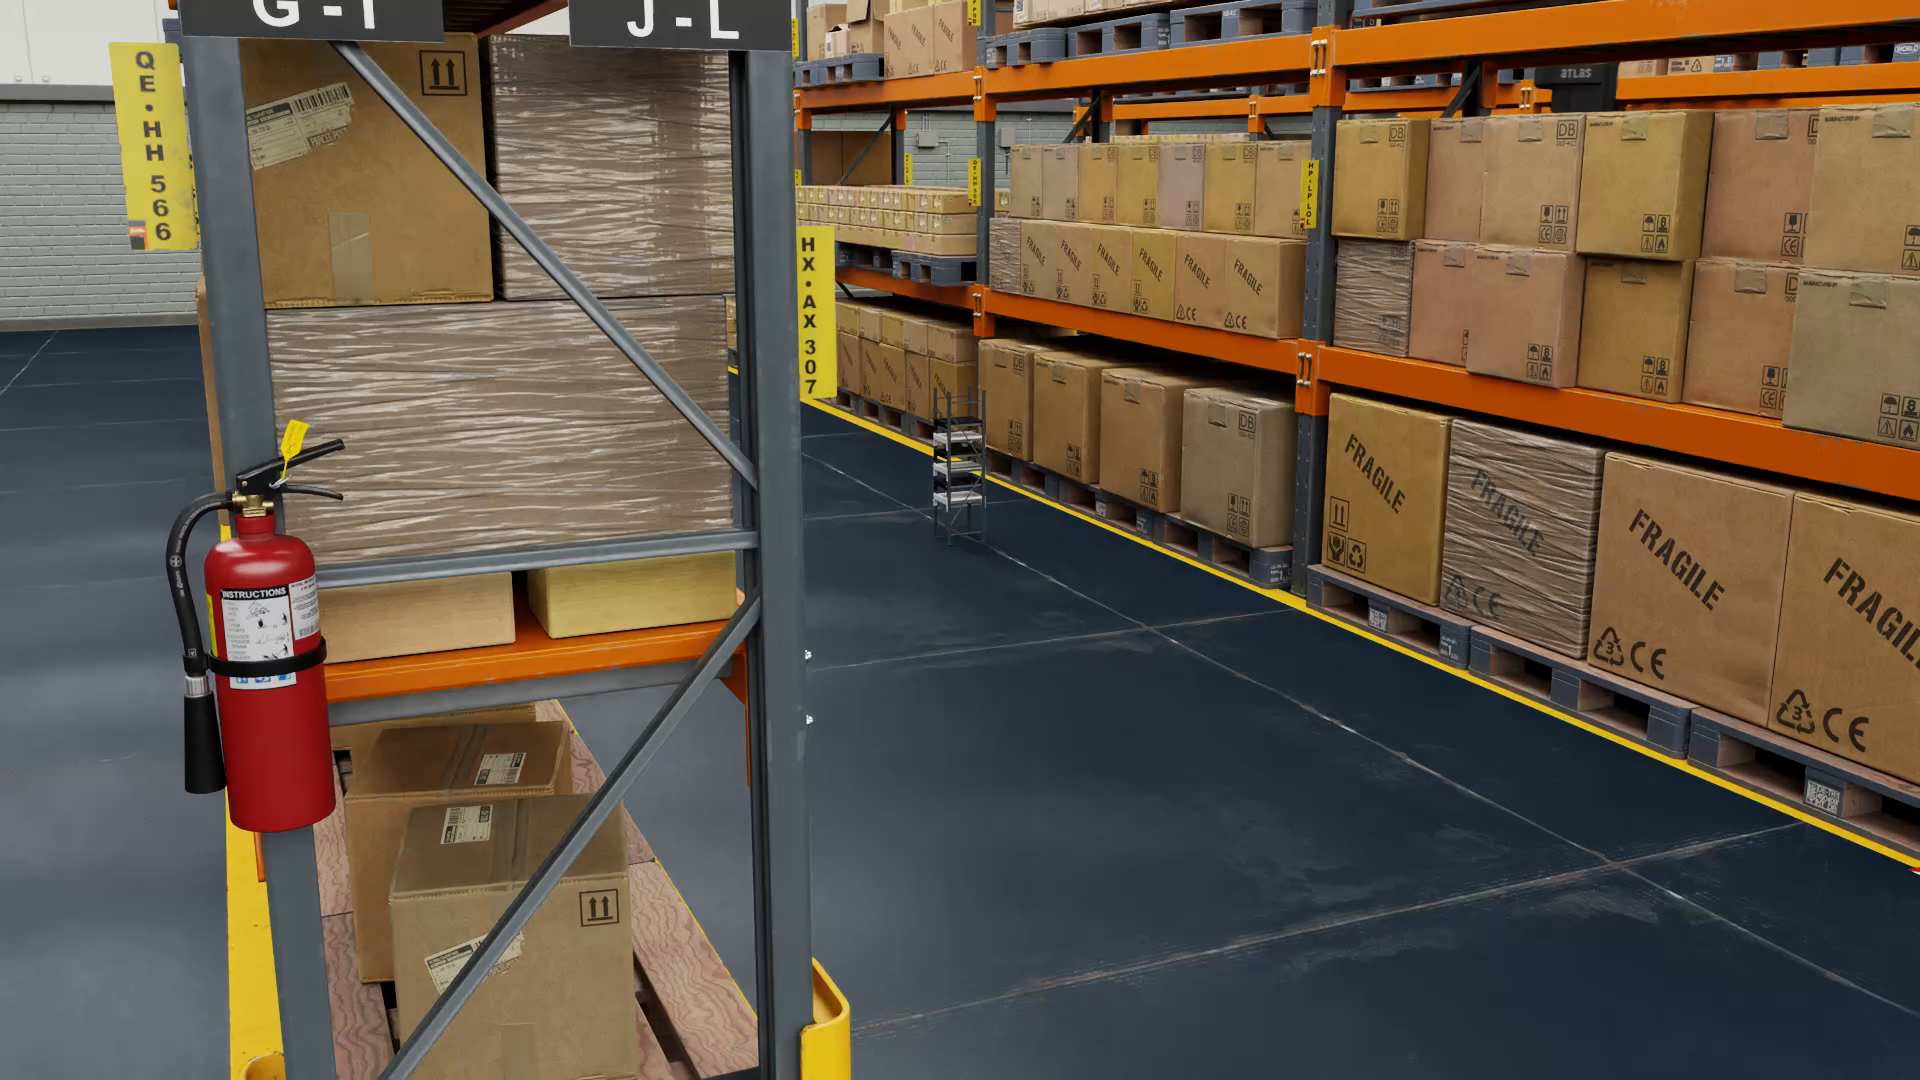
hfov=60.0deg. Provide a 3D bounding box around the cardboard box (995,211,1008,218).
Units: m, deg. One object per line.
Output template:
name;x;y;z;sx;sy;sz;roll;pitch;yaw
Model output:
cardboard box;0.479;-2.441;12.731;0.380;0.149;0.250;-5;14;-20

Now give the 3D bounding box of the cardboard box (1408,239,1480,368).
cardboard box;2.601;-1.100;7.638;0.875;0.550;0.550;-6;14;-23

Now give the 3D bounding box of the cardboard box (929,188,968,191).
cardboard box;-0.033;-2.848;13.831;0.380;0.149;0.250;-6;14;-24

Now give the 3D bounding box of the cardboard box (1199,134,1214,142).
cardboard box;2.862;-4.389;18.302;0.380;0.149;0.250;-6;14;-23

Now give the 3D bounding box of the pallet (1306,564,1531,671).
pallet;2.434;0.309;8.067;1.003;0.211;1.213;-6;14;-23

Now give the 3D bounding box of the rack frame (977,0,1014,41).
rack frame;0.599;-4.963;11.356;1.000;3.000;0.127;-6;14;-23

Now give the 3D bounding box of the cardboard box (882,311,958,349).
cardboard box;-0.317;-1.720;13.597;0.500;0.250;0.500;-5;14;-22

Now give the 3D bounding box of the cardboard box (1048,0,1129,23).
cardboard box;0.888;-3.409;10.473;0.500;0.250;0.500;-5;14;-21

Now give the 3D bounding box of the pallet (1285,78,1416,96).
pallet;3.904;-4.518;16.509;0.805;0.209;1.217;-6;14;-25

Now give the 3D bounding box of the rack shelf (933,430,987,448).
rack shelf;-0.003;-0.583;9.743;0.258;0.077;0.200;-6;14;-23

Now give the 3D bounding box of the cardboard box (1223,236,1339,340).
cardboard box;1.747;-1.346;8.812;0.500;0.500;0.500;-6;14;-23

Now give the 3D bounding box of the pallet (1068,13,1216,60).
pallet;1.356;-3.050;10.164;1.003;0.211;1.213;-5;14;-20

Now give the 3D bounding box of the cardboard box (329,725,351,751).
cardboard box;-2.024;0.431;5.970;0.500;0.500;0.500;-1;13;-5

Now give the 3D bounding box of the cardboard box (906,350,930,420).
cardboard box;-0.109;-1.247;13.217;0.500;0.500;0.500;-5;14;-21

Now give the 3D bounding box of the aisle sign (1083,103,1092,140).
aisle sign;1.595;-5.416;20.854;0.394;0.787;0.004;-6;14;-23

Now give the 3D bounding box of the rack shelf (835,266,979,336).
rack shelf;-0.202;-2.103;13.899;1.077;0.370;4.000;-6;14;-23

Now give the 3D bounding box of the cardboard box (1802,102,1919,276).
cardboard box;3.385;-1.172;5.554;0.875;0.550;0.550;-6;14;-23

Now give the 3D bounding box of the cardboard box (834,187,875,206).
cardboard box;-0.849;-2.901;14.057;0.380;0.149;0.250;-6;14;-23

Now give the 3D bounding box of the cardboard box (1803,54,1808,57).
cardboard box;8.712;-4.997;16.945;0.380;0.149;0.250;-6;14;-23

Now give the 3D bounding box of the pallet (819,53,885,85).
pallet;-0.436;-3.885;13.769;1.213;0.211;1.003;-6;14;-23

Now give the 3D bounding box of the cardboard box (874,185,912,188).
cardboard box;-0.555;-3.118;14.995;0.380;0.149;0.250;-6;14;-25

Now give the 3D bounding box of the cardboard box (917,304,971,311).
cardboard box;-0.055;-1.872;14.256;0.500;0.250;0.500;-6;14;-25

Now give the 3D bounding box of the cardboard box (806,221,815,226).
cardboard box;-1.151;-2.769;14.808;0.380;0.149;0.250;-5;14;-22

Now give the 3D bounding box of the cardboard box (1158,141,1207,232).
cardboard box;1.587;-2.062;9.688;0.700;0.500;0.500;-6;14;-23

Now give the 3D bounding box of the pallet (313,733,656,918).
pallet;-1.590;0.960;5.254;1.003;0.211;1.213;-6;14;-23

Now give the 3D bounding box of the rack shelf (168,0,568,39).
rack shelf;-1.583;-1.484;4.574;1.077;0.370;4.000;-6;14;-23

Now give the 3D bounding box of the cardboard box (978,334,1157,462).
cardboard box;0.760;-1.015;11.660;1.050;0.750;0.750;-6;14;-24

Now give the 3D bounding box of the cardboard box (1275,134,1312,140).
cardboard box;3.603;-4.275;17.811;0.380;0.149;0.250;-6;14;-24

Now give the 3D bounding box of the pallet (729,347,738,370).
pallet;-1.798;-1.896;17.594;1.003;0.211;1.213;-6;14;-23

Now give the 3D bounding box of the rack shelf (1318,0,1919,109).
rack shelf;3.002;-1.911;6.419;1.077;0.370;4.000;-6;14;-23

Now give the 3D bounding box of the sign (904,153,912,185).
sign;-0.496;-3.481;15.692;0.100;0.325;0.005;-6;14;-23

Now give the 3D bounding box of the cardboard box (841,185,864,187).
cardboard box;-0.971;-3.185;16.099;0.500;0.500;0.500;-6;14;-24

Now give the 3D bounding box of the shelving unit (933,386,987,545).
shelving unit;-0.003;-0.440;9.776;0.258;0.900;0.210;-6;14;-23

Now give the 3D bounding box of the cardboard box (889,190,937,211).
cardboard box;-0.331;-2.633;12.901;0.380;0.149;0.250;-5;14;-21

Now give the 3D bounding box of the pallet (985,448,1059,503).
pallet;0.846;-0.512;11.614;1.003;0.211;1.213;-6;14;-23

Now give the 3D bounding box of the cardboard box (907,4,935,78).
cardboard box;-0.075;-3.747;12.535;0.500;0.500;0.500;-6;14;-23

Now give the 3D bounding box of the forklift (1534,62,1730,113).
forklift;4.573;-1.754;10.950;3.031;2.935;1.130;5;14;21

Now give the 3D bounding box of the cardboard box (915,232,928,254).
cardboard box;-0.118;-2.234;12.497;0.380;0.149;0.250;-6;14;-23

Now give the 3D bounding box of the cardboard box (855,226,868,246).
cardboard box;-0.641;-2.504;13.663;0.380;0.149;0.250;-6;14;-26

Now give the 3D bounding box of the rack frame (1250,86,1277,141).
rack frame;3.492;-3.335;17.625;1.000;3.000;0.127;-6;14;-23

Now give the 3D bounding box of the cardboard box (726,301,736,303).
cardboard box;-2.503;-2.550;18.306;0.380;0.149;0.250;-6;14;-23

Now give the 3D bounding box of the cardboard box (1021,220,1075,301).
cardboard box;0.737;-1.867;11.062;0.500;0.500;0.500;-6;14;-24

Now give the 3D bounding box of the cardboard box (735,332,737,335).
cardboard box;-2.212;-2.167;17.973;0.380;0.149;0.250;-6;14;-23

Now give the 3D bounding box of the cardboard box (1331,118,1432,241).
cardboard box;2.317;-1.734;7.980;0.875;0.550;0.550;-6;14;-23

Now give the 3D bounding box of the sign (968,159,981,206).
sign;0.105;-2.515;11.690;0.100;0.325;0.005;-6;14;-23

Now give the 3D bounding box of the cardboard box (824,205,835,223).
cardboard box;-0.953;-2.810;14.327;0.380;0.149;0.250;-6;14;-25

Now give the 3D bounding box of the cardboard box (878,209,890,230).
cardboard box;-0.430;-2.541;13.161;0.380;0.149;0.250;-6;14;-23

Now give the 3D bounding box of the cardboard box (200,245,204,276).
cardboard box;-2.092;-0.775;5.685;0.875;0.500;0.500;-6;14;-23

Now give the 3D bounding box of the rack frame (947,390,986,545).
rack frame;0.037;-0.419;9.685;0.240;0.900;0.006;-6;14;-23

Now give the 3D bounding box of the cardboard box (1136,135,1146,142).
cardboard box;2.284;-4.645;19.410;0.380;0.149;0.250;-5;14;-22
